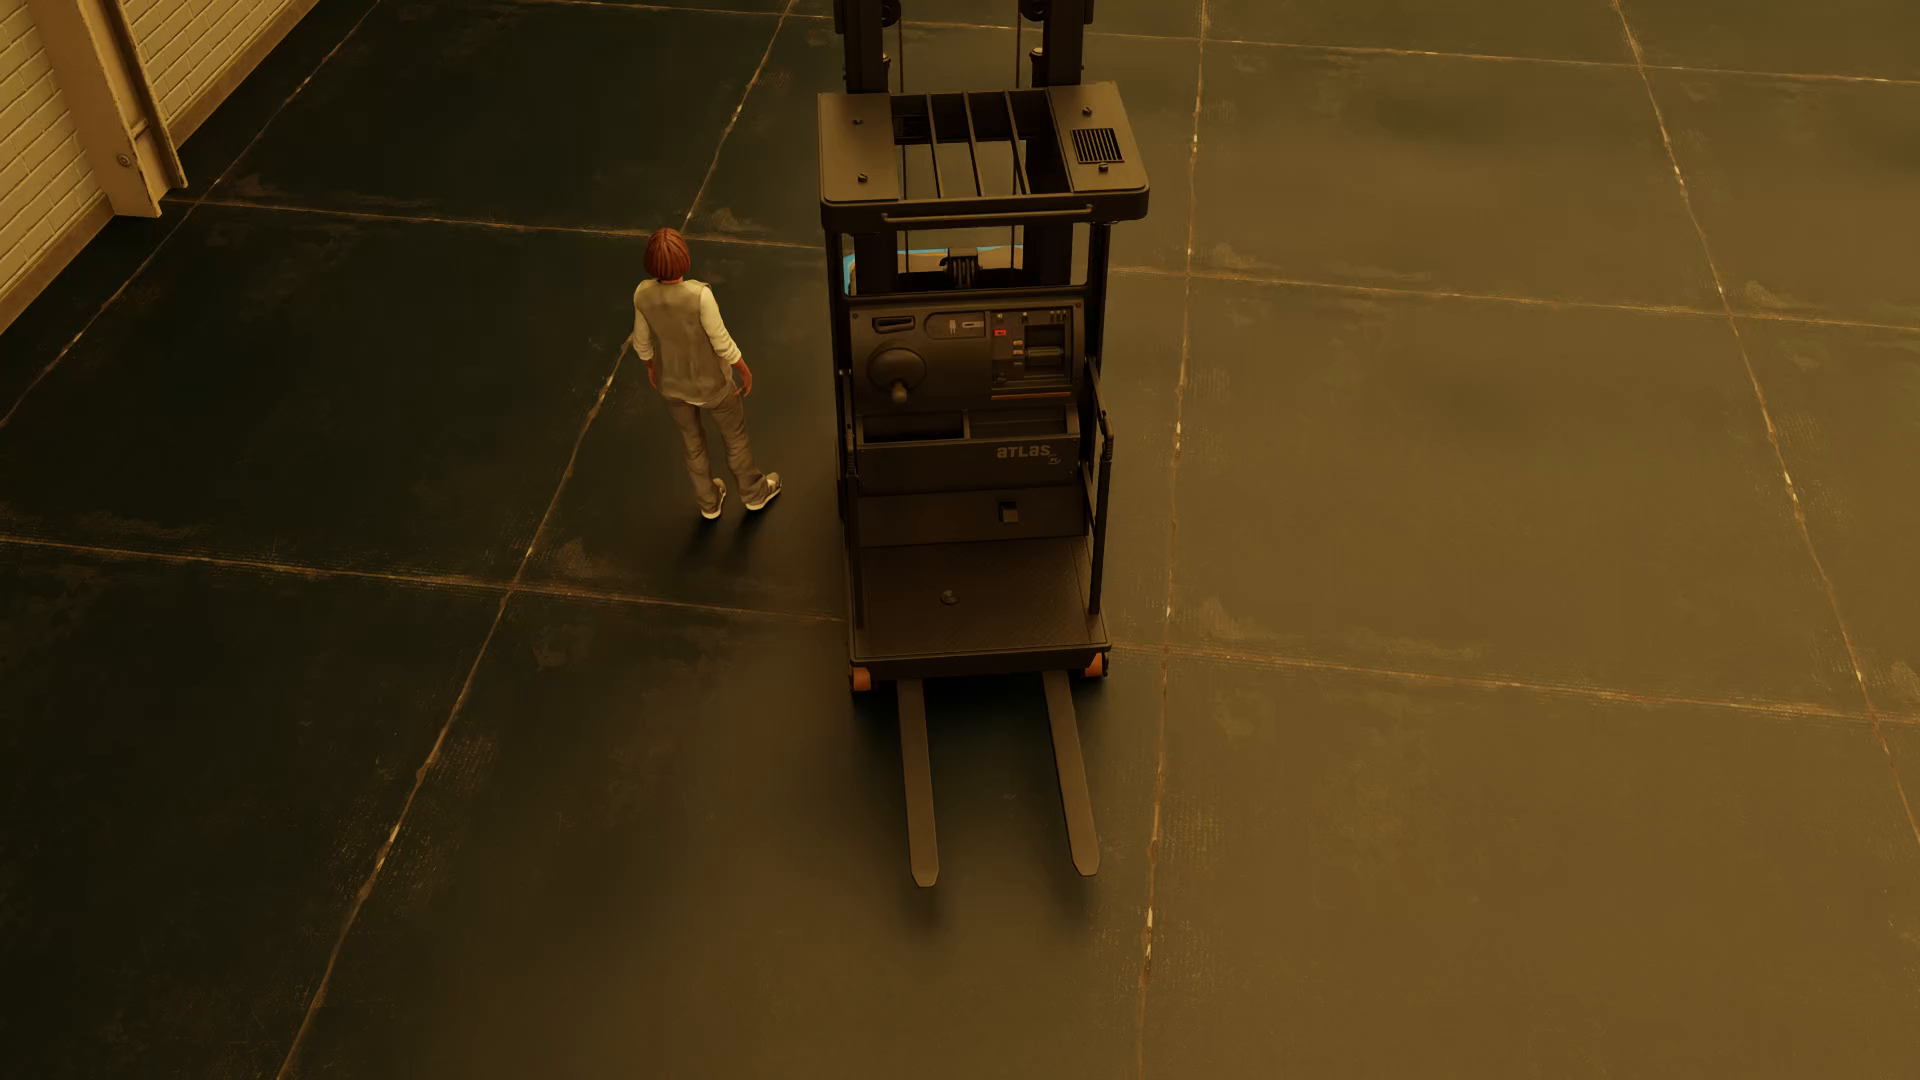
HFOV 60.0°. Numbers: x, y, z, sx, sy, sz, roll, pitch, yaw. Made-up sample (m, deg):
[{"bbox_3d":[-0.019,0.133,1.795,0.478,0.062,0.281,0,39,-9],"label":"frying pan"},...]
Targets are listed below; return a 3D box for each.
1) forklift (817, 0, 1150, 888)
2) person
[{"bbox_3d":[0.051,-0.668,6.451,1.130,2.935,3.031,-3,43,-4],"label":"forklift"},{"bbox_3d":[-1.165,-0.763,7.530,0.521,1.597,0.475,9,43,9],"label":"person"}]
